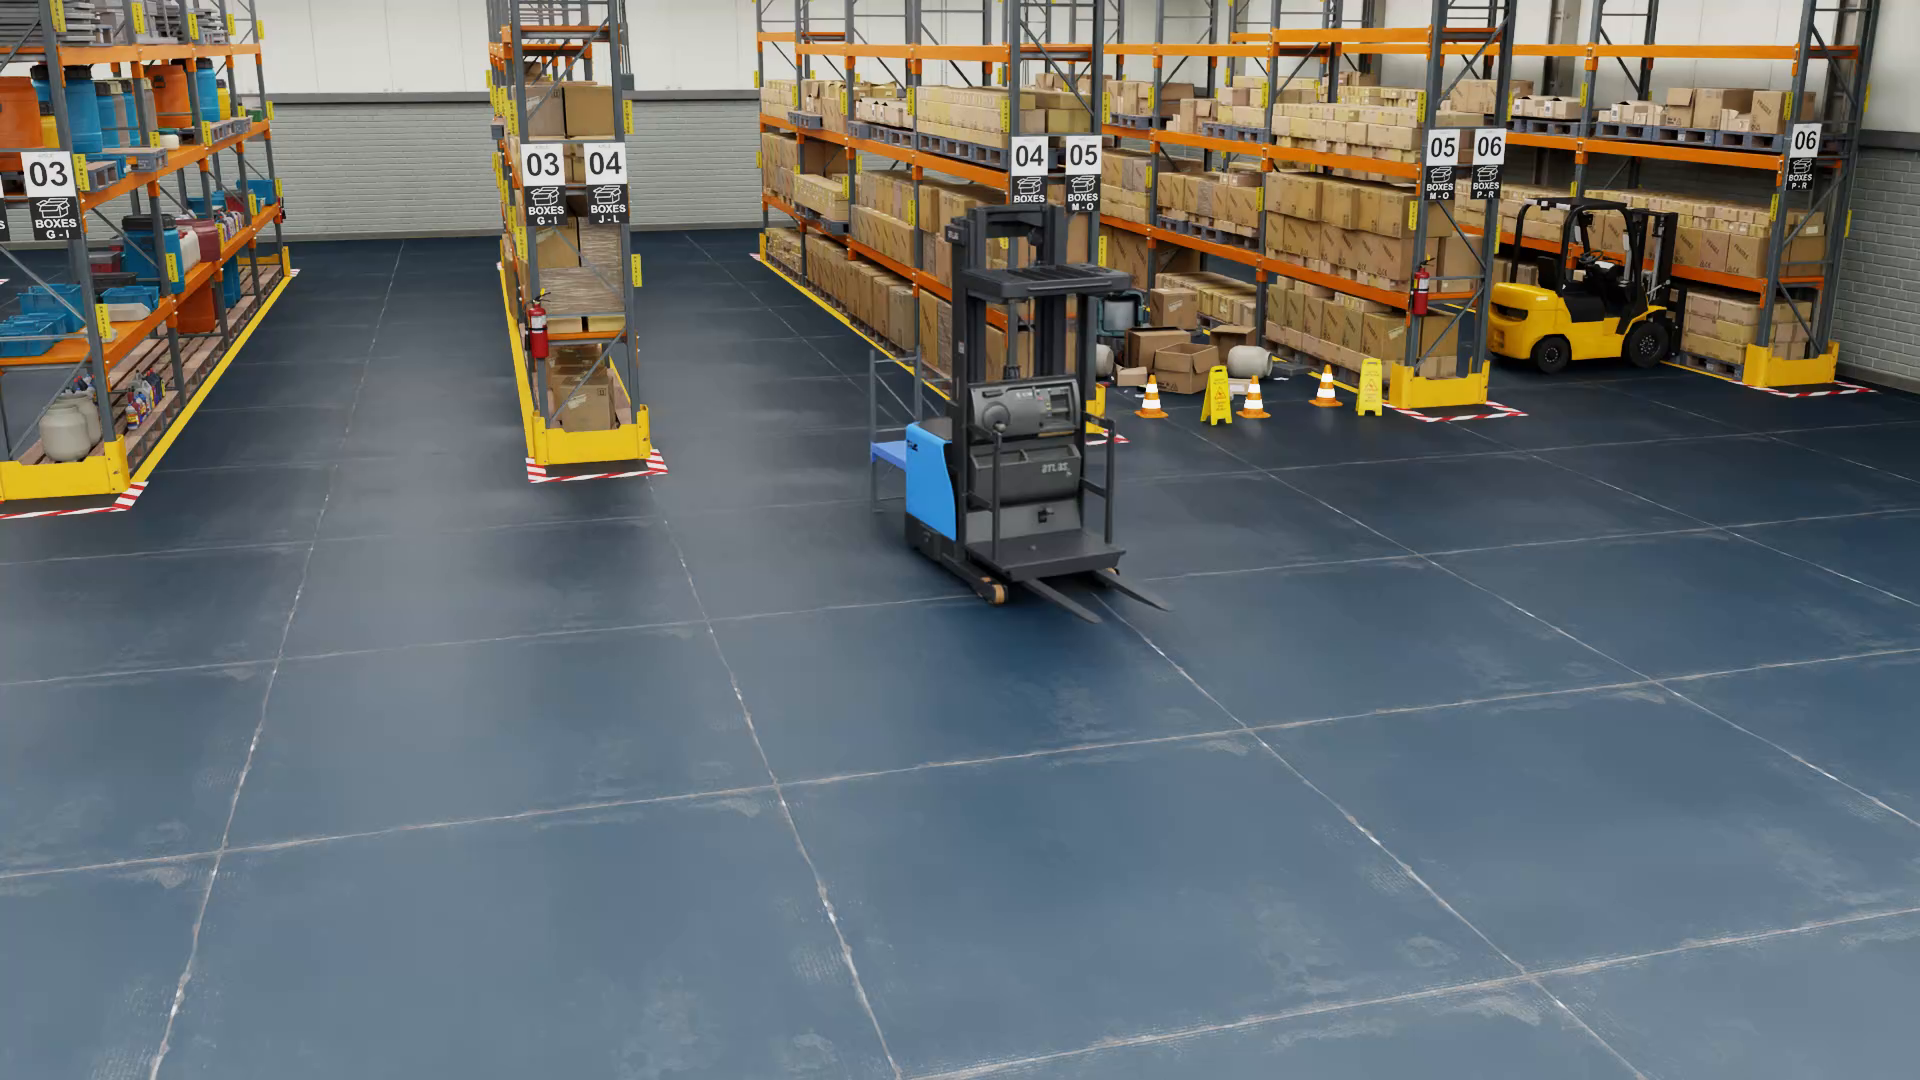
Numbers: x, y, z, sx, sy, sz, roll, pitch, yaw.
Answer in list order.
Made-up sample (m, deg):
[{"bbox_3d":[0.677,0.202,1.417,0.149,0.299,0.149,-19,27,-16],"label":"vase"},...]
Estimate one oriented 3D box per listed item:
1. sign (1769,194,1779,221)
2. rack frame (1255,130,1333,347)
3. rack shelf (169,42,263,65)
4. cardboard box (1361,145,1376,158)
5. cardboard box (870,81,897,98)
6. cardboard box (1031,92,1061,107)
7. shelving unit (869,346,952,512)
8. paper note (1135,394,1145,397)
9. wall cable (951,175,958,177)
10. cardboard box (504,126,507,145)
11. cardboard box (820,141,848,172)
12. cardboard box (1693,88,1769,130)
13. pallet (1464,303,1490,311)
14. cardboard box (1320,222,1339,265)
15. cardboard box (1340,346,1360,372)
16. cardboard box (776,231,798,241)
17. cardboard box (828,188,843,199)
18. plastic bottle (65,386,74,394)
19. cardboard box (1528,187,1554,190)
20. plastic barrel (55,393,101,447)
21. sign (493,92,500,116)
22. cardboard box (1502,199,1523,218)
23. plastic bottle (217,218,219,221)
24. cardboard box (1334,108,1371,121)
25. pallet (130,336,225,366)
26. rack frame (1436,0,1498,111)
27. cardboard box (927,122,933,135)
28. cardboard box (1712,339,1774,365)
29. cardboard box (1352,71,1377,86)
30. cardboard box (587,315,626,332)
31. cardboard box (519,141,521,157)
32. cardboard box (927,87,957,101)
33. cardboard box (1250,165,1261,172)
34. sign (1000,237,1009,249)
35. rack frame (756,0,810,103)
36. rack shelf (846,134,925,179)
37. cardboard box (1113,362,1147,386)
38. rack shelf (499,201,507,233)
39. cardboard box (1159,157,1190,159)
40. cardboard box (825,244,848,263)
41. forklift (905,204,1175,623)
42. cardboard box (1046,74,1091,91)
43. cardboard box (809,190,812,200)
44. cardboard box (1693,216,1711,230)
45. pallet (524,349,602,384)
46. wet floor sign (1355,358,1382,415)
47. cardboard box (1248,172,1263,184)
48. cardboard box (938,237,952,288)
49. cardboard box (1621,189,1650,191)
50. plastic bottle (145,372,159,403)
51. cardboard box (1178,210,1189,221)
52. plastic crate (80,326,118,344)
[{"bbox_3d":[9.978,-4.073,20.373,0.100,0.325,0.005,-5,17,-15],"label":"sign"},{"bbox_3d":[4.633,-4.157,23.077,1.000,3.000,0.127,-5,17,-15],"label":"rack frame"},{"bbox_3d":[-12.406,-8.085,27.672,1.077,0.370,4.000,-5,17,-15],"label":"rack shelf"},{"bbox_3d":[5.105,-4.726,20.195,0.380,0.149,0.250,-5,17,-16],"label":"cardboard box"},{"bbox_3d":[-1.186,-6.972,25.729,0.396,0.266,0.258,-5,17,-15],"label":"cardboard box"},{"bbox_3d":[1.008,-4.906,18.504,0.380,0.149,0.250,-5,17,-15],"label":"cardboard box"},{"bbox_3d":[-0.367,-0.877,14.766,0.538,1.500,1.048,-8,18,-24],"label":"shelving unit"},{"bbox_3d":[2.214,-1.765,20.278,0.144,0.017,0.142,1,17,4],"label":"paper note"},{"bbox_3d":[-0.237,-9.536,39.163,0.585,1.953,0.123,-5,17,-15],"label":"wall cable"},{"bbox_3d":[-5.970,-5.553,22.770,0.500,0.250,0.500,-4,17,-14],"label":"cardboard box"},{"bbox_3d":[-2.187,-6.764,29.327,0.500,0.500,0.500,-4,17,-14],"label":"cardboard box"},{"bbox_3d":[9.963,-5.572,21.496,0.700,0.500,0.500,-5,17,-15],"label":"cardboard box"},{"bbox_3d":[8.826,-3.754,26.582,1.003,0.211,1.213,-5,17,-15],"label":"pallet"},{"bbox_3d":[4.930,-3.789,21.160,0.500,0.500,0.500,-4,17,-15],"label":"cardboard box"},{"bbox_3d":[5.117,-2.281,20.882,0.500,0.250,0.500,-5,17,-15],"label":"cardboard box"},{"bbox_3d":[-3.294,-5.797,31.729,0.380,0.149,0.250,-6,18,-18],"label":"cardboard box"},{"bbox_3d":[-1.840,-5.379,25.818,0.380,0.149,0.250,-5,17,-16],"label":"cardboard box"},{"bbox_3d":[-9.666,-1.498,18.065,0.144,0.351,0.185,-5,17,-16],"label":"plastic bottle"},{"bbox_3d":[9.140,-5.449,26.076,0.380,0.149,0.250,-5,17,-15],"label":"cardboard box"},{"bbox_3d":[-8.950,-1.200,16.827,0.421,0.512,0.421,0,17,0],"label":"plastic barrel"},{"bbox_3d":[-6.531,-6.161,23.497,0.100,0.325,0.005,-5,17,-15],"label":"sign"},{"bbox_3d":[8.741,-5.117,25.666,0.500,0.250,0.500,-4,17,-14],"label":"cardboard box"},{"bbox_3d":[-11.276,-4.757,25.298,0.097,0.271,0.097,0,17,0],"label":"plastic bottle"},{"bbox_3d":[4.912,-5.319,20.781,0.380,0.149,0.250,-4,17,-14],"label":"cardboard box"},{"bbox_3d":[-10.581,-2.536,22.526,1.003,0.211,1.213,-5,17,-15],"label":"pallet"},{"bbox_3d":[8.305,-8.530,27.208,1.000,3.000,0.127,-5,17,-15],"label":"rack frame"},{"bbox_3d":[-0.185,-5.035,20.318,0.380,0.149,0.250,-5,17,-15],"label":"cardboard box"},{"bbox_3d":[10.071,-2.433,21.388,0.500,0.250,0.500,-5,17,-15],"label":"cardboard box"},{"bbox_3d":[7.461,-8.520,30.683,0.396,0.266,0.258,-5,17,-15],"label":"cardboard box"},{"bbox_3d":[-3.645,-2.245,17.147,0.380,0.149,0.250,-5,17,-15],"label":"cardboard box"},{"bbox_3d":[-4.173,-3.875,16.492,0.380,0.149,0.250,-5,17,-15],"label":"cardboard box"},{"bbox_3d":[-0.185,-5.417,20.204,0.380,0.149,0.250,-5,17,-16],"label":"cardboard box"},{"bbox_3d":[6.254,-7.514,33.997,0.500,0.250,0.500,-5,17,-16],"label":"cardboard box"},{"bbox_3d":[0.475,-3.260,17.667,0.100,0.325,0.005,-5,17,-15],"label":"sign"},{"bbox_3d":[-3.396,-9.930,31.869,1.000,3.000,0.127,-5,17,-15],"label":"rack frame"},{"bbox_3d":[-0.648,-5.383,23.195,1.077,0.370,4.000,-5,17,-15],"label":"rack shelf"},{"bbox_3d":[2.145,-2.099,20.977,0.396,0.266,0.258,-2,17,-6],"label":"cardboard box"},{"bbox_3d":[-7.644,-5.795,29.781,1.077,0.370,4.000,-5,17,-15],"label":"rack shelf"},{"bbox_3d":[3.488,-6.082,27.575,0.500,0.500,0.500,-5,17,-15],"label":"cardboard box"},{"bbox_3d":[-1.912,-4.656,27.051,0.500,0.250,0.500,-4,17,-14],"label":"cardboard box"},{"bbox_3d":[4.163,-3.696,21.662,15.389,2.935,16.733,-8,18,-24],"label":"forklift"},{"bbox_3d":[2.038,-8.440,31.040,0.882,0.503,0.917,-4,17,-14],"label":"cardboard box"},{"bbox_3d":[-2.266,-5.666,27.290,0.380,0.149,0.250,-5,17,-16],"label":"cardboard box"},{"bbox_3d":[9.852,-4.161,21.789,0.380,0.149,0.250,-5,18,-17],"label":"cardboard box"},{"bbox_3d":[-5.111,-2.253,21.587,1.003,0.211,1.213,-5,17,-15],"label":"pallet"},{"bbox_3d":[4.756,-1.786,19.276,0.267,0.644,0.232,1,17,4],"label":"wet floor sign"},{"bbox_3d":[4.446,-5.310,24.366,0.380,0.149,0.250,-4,17,-12],"label":"cardboard box"},{"bbox_3d":[0.222,-3.399,20.295,0.875,0.550,0.550,-5,17,-15],"label":"cardboard box"},{"bbox_3d":[9.783,-4.987,24.022,0.380,0.149,0.250,-5,17,-15],"label":"cardboard box"},{"bbox_3d":[-9.151,-1.716,18.789,0.144,0.351,0.185,-6,18,-18],"label":"plastic bottle"},{"bbox_3d":[3.576,-5.002,25.596,0.380,0.149,0.250,-5,17,-15],"label":"cardboard box"},{"bbox_3d":[-8.495,-2.022,16.429,0.298,0.136,0.250,-5,17,-15],"label":"plastic crate"}]
